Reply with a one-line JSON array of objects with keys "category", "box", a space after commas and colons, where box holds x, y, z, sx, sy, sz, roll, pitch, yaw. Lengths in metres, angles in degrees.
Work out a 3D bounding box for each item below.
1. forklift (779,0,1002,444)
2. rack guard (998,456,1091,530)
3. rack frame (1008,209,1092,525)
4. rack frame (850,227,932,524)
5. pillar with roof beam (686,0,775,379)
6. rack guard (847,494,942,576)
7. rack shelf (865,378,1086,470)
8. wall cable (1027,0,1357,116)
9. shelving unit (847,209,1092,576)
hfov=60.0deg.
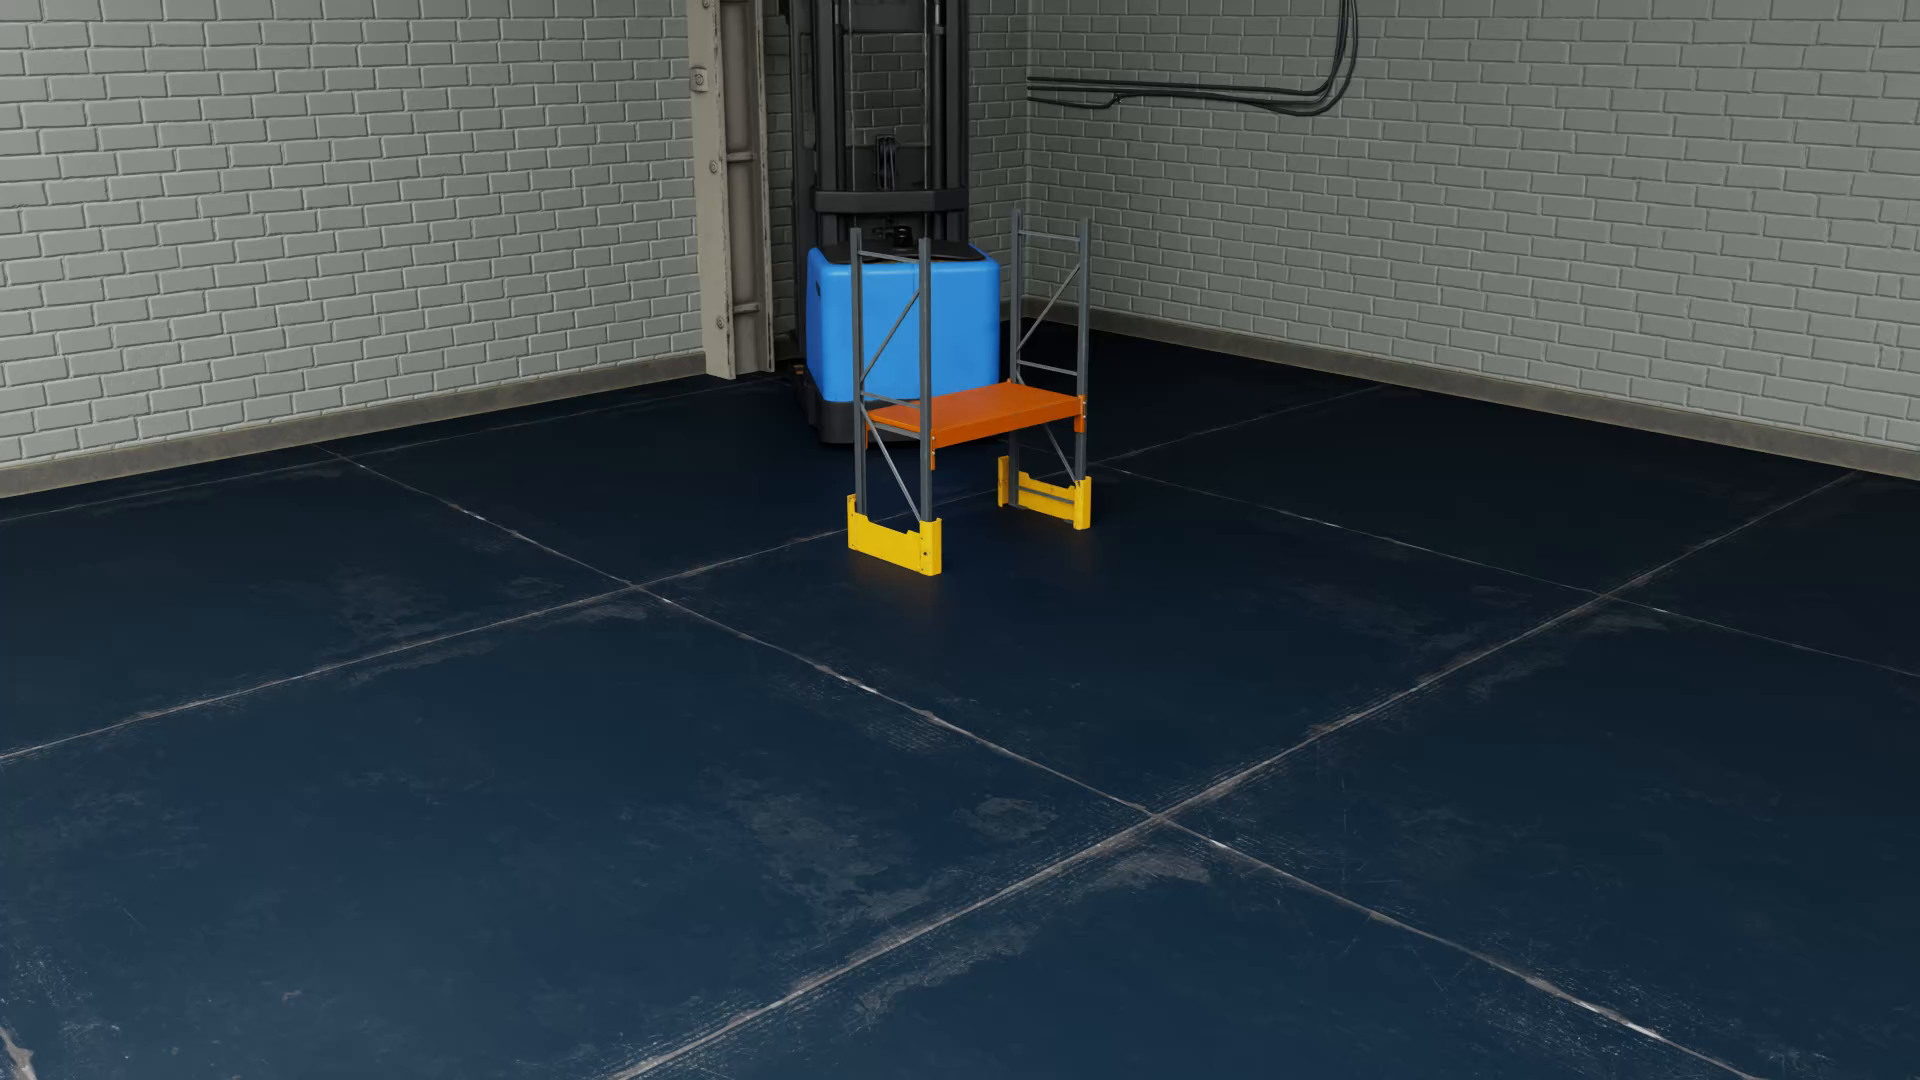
[{"category": "forklift", "box": [-0.532, -2.354, 10.491, 1.130, 2.935, 3.031, -3, 18, -10]}, {"category": "rack guard", "box": [0.417, -0.241, 8.321, 0.087, 0.250, 0.587, -16, 24, -41]}, {"category": "rack frame", "box": [0.431, -0.839, 8.141, 0.032, 1.500, 0.500, -16, 24, -41]}, {"category": "rack frame", "box": [-0.307, -0.624, 7.477, 0.032, 1.500, 0.500, -16, 24, -41]}, {"category": "pillar with roof beam", "box": [1.422, -4.489, 7.239, 0.400, 9.000, 9.100, -16, 24, -41]}, {"category": "rack guard", "box": [-0.306, -0.030, 7.670, 0.087, 0.250, 0.587, -16, 24, -41]}, {"category": "rack shelf", "box": [0.062, -0.560, 7.865, 1.000, 0.185, 0.538, -16, 24, -41]}, {"category": "wall cable", "box": [1.513, -4.304, 11.705, 0.112, 2.526, 3.097, -16, 24, -41]}, {"category": "shelving unit", "box": [0.055, -0.730, 7.803, 1.083, 1.500, 0.587, -16, 24, -41]}]
